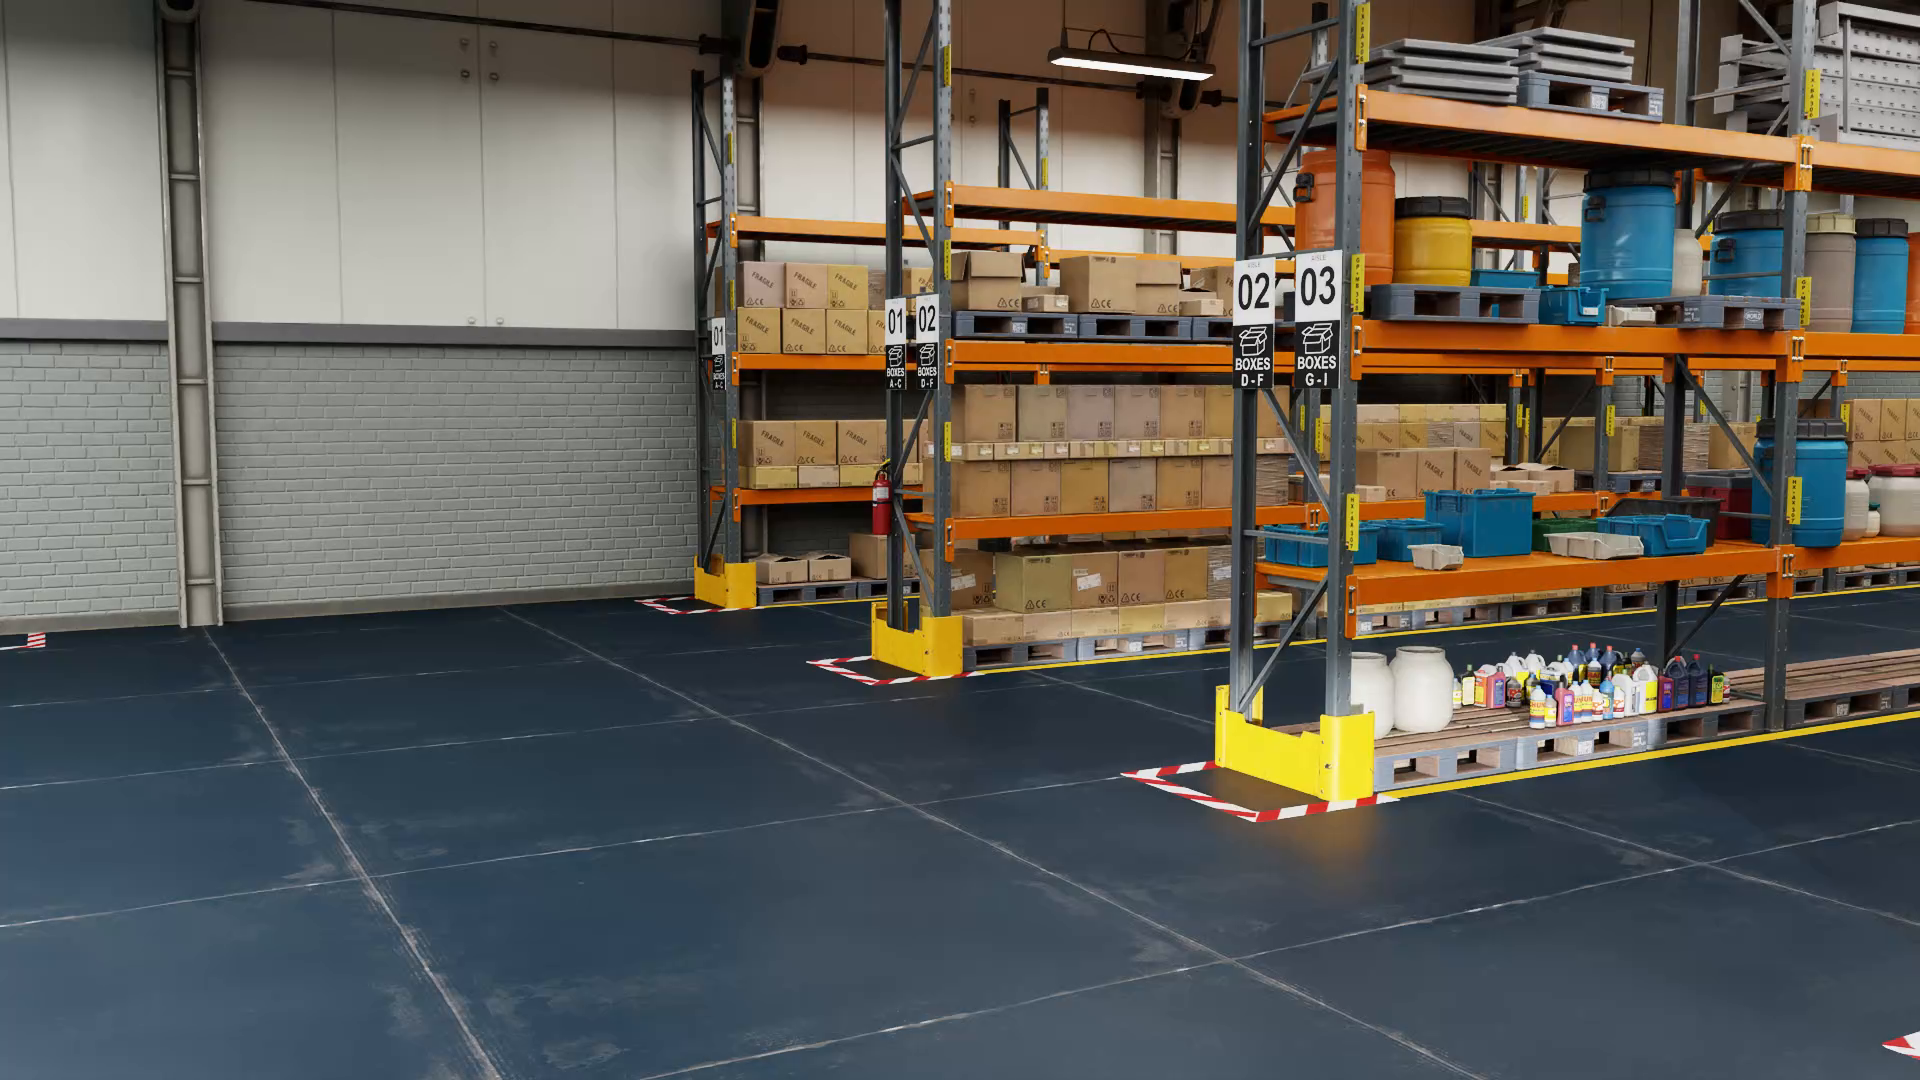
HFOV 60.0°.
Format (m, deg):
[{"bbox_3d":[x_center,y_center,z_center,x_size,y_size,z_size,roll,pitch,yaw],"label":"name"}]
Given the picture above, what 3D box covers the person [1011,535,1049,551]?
[{"bbox_3d":[0.748,-0.026,17.759,0.492,1.673,0.404,-3,6,-29],"label":"person"}]
